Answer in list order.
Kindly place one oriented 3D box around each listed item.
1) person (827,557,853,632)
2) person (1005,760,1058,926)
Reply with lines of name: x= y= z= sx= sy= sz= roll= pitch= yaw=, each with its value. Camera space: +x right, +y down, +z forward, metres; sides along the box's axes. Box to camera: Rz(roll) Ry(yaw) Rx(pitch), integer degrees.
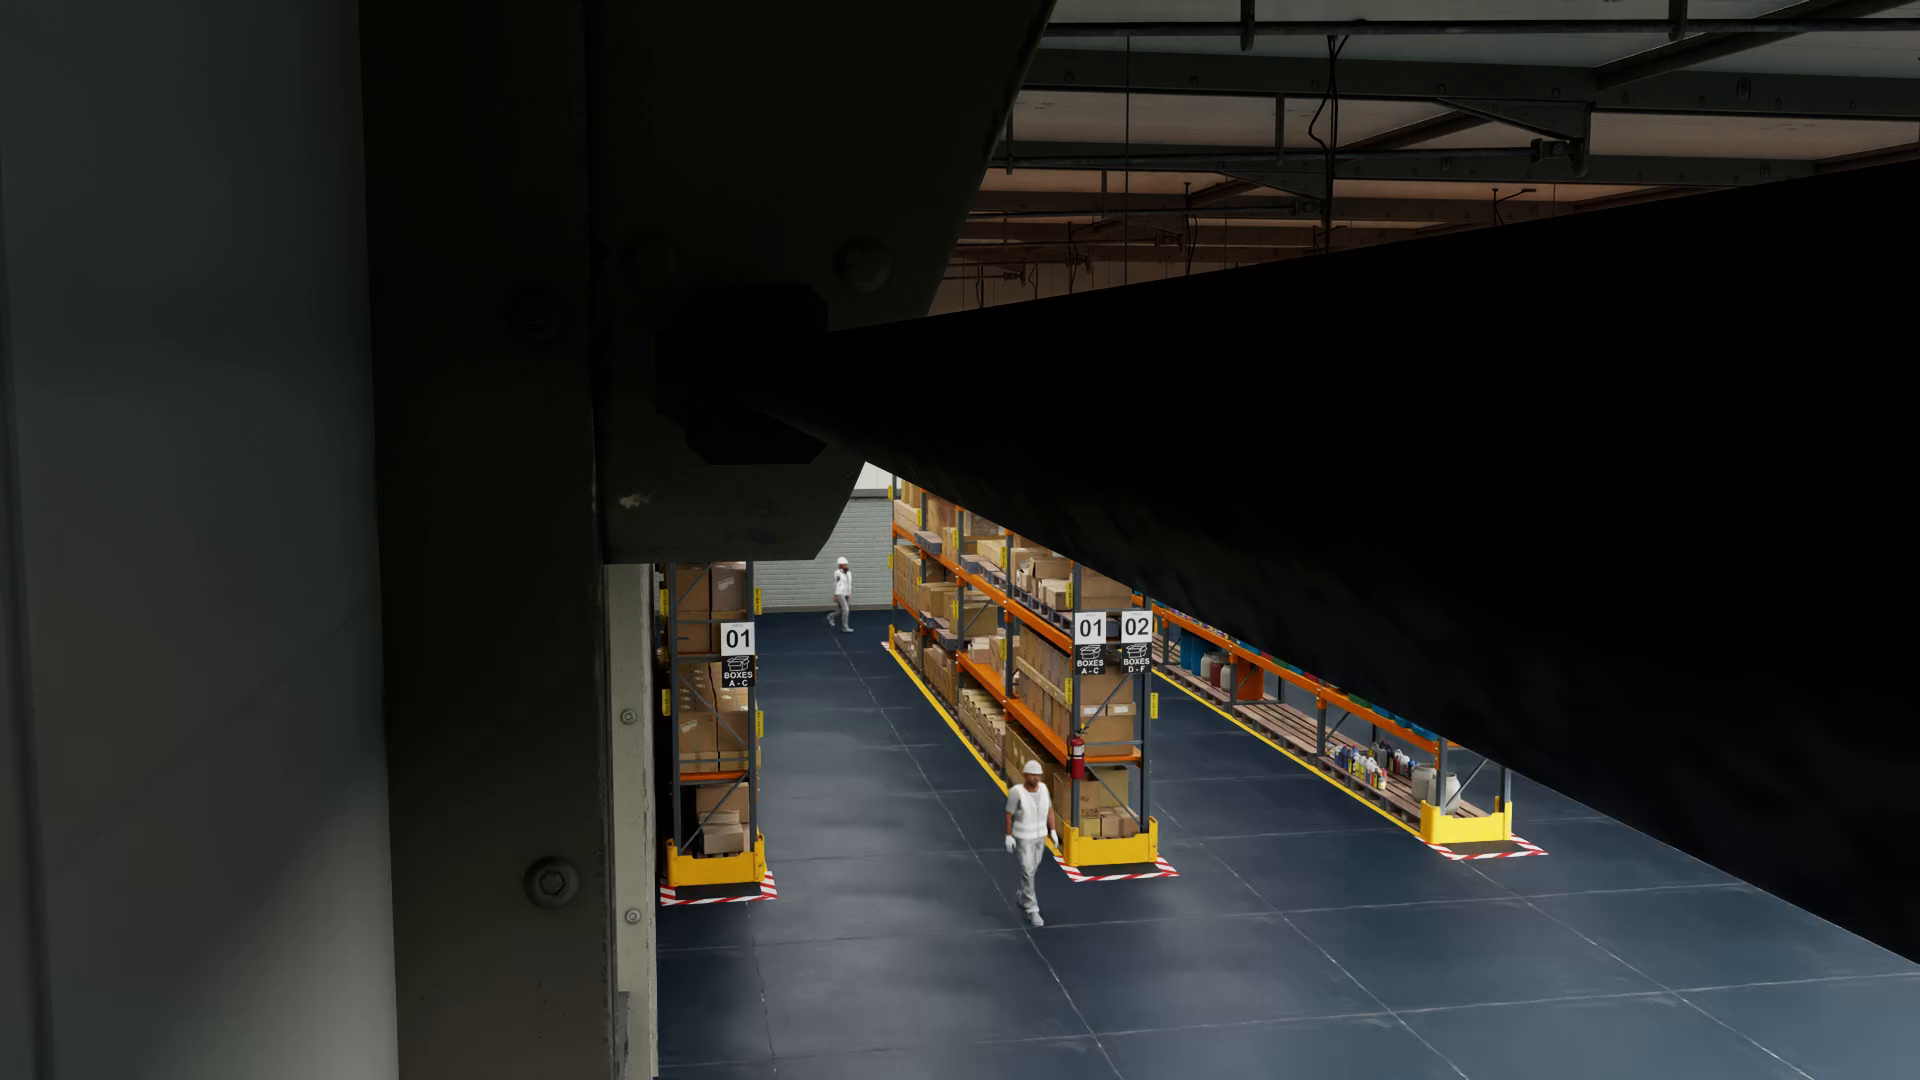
person: x=-2.793 y=1.259 z=38.857 sx=0.855 sy=1.746 sz=0.533 roll=4 pitch=7 yaw=30
person: x=0.853 y=3.399 z=18.955 sx=0.568 sy=1.772 sz=0.805 roll=-5 pitch=8 yaw=-36
